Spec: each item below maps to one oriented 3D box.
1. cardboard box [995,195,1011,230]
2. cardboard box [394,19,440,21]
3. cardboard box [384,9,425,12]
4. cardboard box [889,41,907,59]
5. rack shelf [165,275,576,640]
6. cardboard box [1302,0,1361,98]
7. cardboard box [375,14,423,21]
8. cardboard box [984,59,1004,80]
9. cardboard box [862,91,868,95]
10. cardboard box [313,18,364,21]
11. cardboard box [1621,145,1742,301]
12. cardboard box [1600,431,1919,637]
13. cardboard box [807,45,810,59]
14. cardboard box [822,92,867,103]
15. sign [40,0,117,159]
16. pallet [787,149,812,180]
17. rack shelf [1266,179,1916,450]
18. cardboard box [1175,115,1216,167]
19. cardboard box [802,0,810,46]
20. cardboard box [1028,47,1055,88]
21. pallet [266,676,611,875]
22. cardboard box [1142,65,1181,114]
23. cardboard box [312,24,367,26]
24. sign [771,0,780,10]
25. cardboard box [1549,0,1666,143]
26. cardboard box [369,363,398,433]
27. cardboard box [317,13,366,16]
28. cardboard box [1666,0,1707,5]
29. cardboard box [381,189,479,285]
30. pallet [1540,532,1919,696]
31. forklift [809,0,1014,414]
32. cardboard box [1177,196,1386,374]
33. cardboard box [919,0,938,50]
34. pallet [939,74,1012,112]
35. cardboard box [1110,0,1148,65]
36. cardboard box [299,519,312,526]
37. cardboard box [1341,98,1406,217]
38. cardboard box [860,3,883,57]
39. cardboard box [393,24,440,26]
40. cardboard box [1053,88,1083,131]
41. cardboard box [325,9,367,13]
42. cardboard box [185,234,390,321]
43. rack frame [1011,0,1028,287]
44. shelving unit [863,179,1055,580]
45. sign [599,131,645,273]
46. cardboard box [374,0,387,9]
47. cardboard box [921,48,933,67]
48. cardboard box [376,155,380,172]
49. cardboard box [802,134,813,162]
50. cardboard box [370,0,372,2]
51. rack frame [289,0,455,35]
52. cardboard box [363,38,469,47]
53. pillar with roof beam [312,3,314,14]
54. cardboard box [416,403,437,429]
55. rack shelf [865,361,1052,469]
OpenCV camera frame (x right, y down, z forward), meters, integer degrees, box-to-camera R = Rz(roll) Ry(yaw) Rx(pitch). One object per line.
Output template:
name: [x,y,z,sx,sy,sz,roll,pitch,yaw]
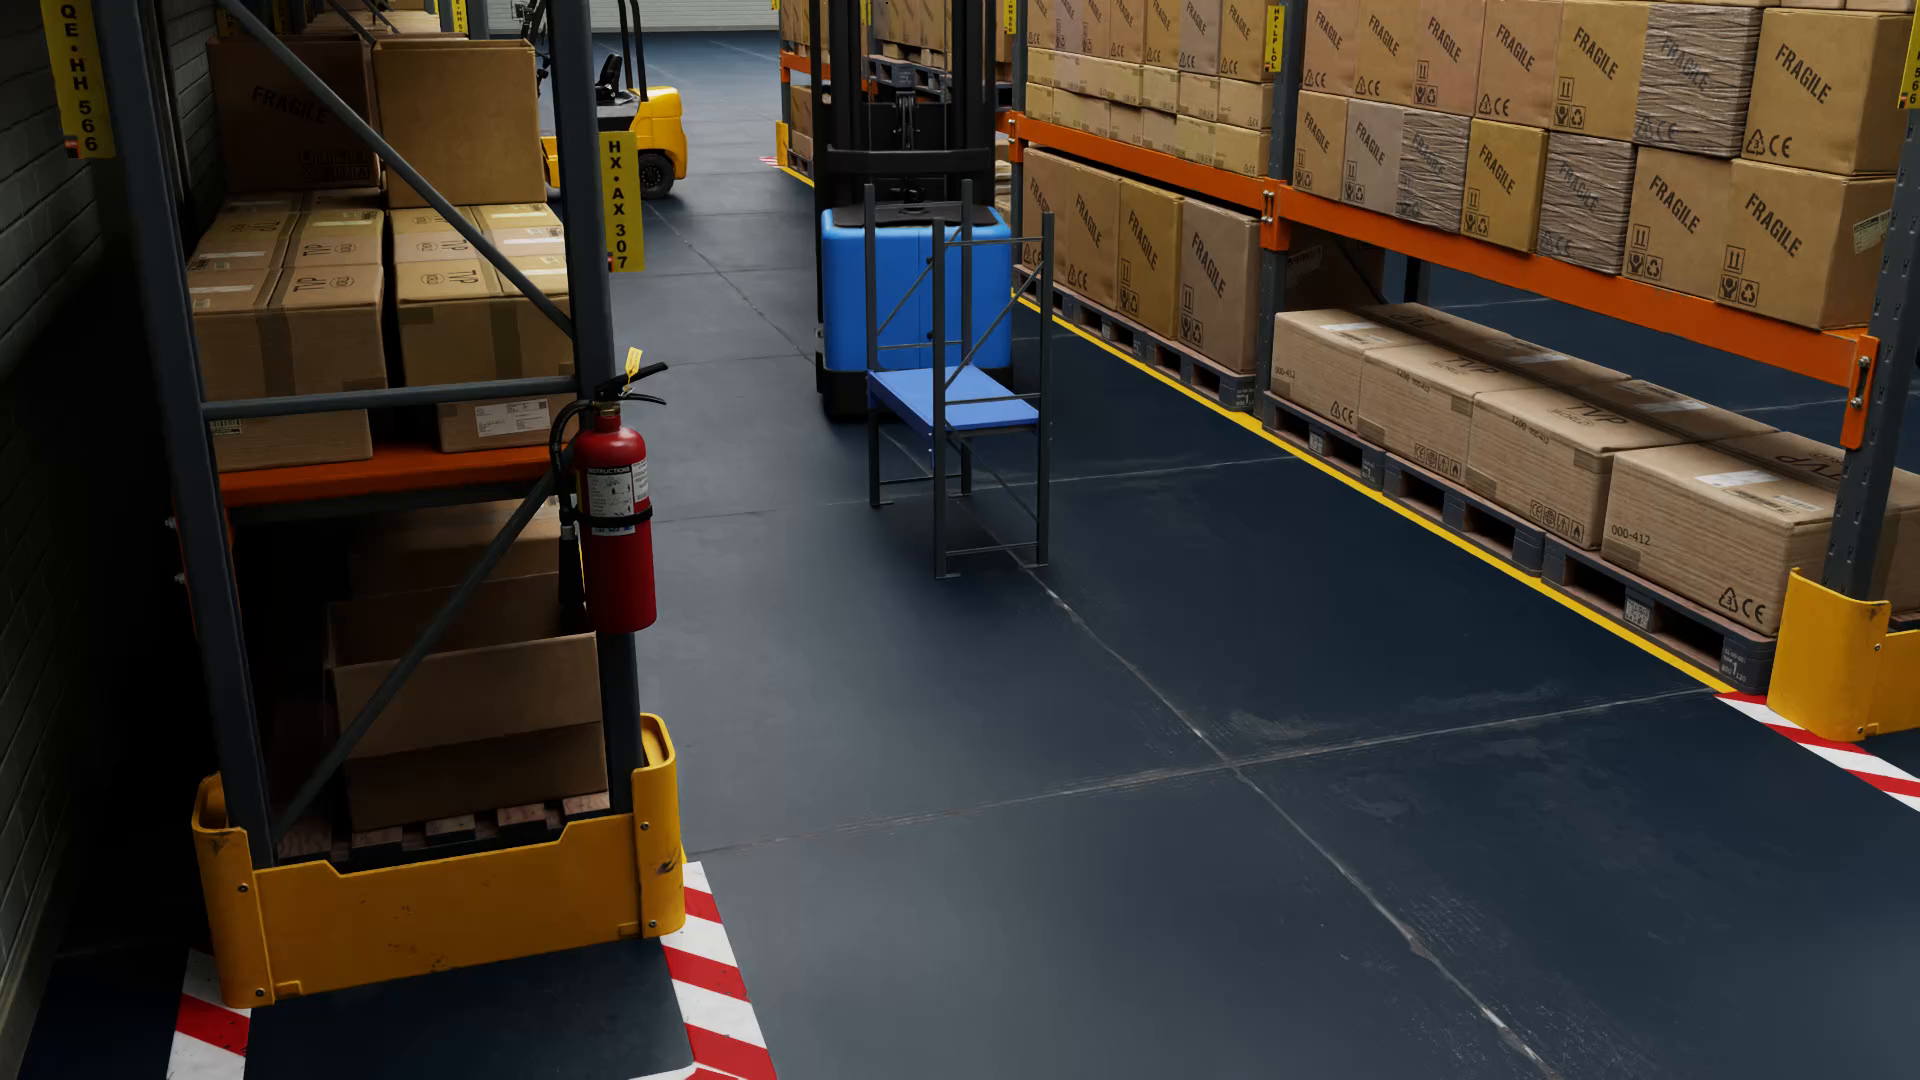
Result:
cardboard box: [0.714,-2.566,13.389,0.950,0.372,0.625,-8,21,-21]
cardboard box: [-4.182,-3.960,12.897,0.380,0.149,0.250,-7,21,-19]
cardboard box: [-4.937,-4.660,14.846,0.380,0.149,0.250,-7,21,-18]
cardboard box: [-0.432,-4.494,15.240,0.380,0.149,0.250,-6,21,-16]
rack shelf: [-1.943,-0.630,5.797,1.077,0.370,4.000,-6,21,-17]
cardboard box: [2.059,-2.478,8.251,0.500,0.500,0.500,-6,21,-17]
cardboard box: [-4.643,-4.279,13.785,0.380,0.149,0.250,-6,21,-17]
cardboard box: [0.402,-3.661,12.921,0.380,0.149,0.250,-6,21,-16]
cardboard box: [-0.814,-4.687,18.366,0.500,0.500,0.500,-7,21,-18]
cardboard box: [-4.829,-3.980,12.951,0.380,0.149,0.250,-7,21,-18]
cardboard box: [2.850,-1.192,6.149,0.500,0.500,0.500,-7,21,-18]
cardboard box: [3.094,-0.048,6.283,0.875,0.438,0.875,-7,21,-19]
cardboard box: [-1.474,-5.402,18.389,0.380,0.149,0.250,-6,21,-16]
cardboard box: [-1.315,-4.621,18.182,0.500,0.500,0.500,-6,21,-16]
sign: [-1.848,-0.968,3.493,0.100,0.325,0.005,-6,21,-17]
pallet: [-1.387,-4.389,19.323,1.003,0.211,1.213,-6,21,-17]
rack shelf: [2.768,-1.159,7.269,1.077,0.370,4.000,-6,21,-17]
cardboard box: [1.600,-2.349,9.741,0.500,0.250,0.500,-7,21,-18]
cardboard box: [-1.420,-5.666,18.166,0.500,0.500,0.500,-7,21,-18]
cardboard box: [0.807,-3.398,11.923,0.500,0.250,0.500,-7,21,-18]
pallet: [-1.590,0.706,5.140,1.003,0.211,1.213,-6,21,-17]
cardboard box: [1.437,-2.744,10.102,0.500,0.250,0.500,-6,21,-16]
cardboard box: [-4.487,-3.654,12.046,0.380,0.149,0.250,-7,21,-18]
sign: [-2.148,-6.340,19.348,0.100,0.325,0.005,-6,21,-17]
cardboard box: [2.674,-1.826,6.436,0.500,0.500,0.500,-6,21,-17]
cardboard box: [-1.695,-0.374,4.393,0.380,0.149,0.250,-6,21,-16]
cardboard box: [-5.145,-4.303,13.851,0.380,0.149,0.250,-7,21,-19]
cardboard box: [2.790,-2.010,5.989,0.380,0.149,0.250,-6,21,-16]
cardboard box: [-1.704,-1.056,5.702,0.500,0.250,0.500,-7,21,-19]
pallet: [3.071,0.209,6.523,1.003,0.211,1.213,-6,21,-17]
forklift: [-0.356,-2.524,10.108,1.130,2.935,3.031,-2,20,-5]
cardboard box: [1.868,-1.527,9.753,0.875,0.875,0.875,-6,21,-16]
cardboard box: [-0.028,-4.425,14.091,0.500,0.500,0.500,-7,21,-19]
pallet: [0.557,-3.550,13.145,1.213,0.211,1.003,-6,21,-17]
cardboard box: [1.273,-3.268,10.450,0.500,0.500,0.500,-6,21,-16]
cardboard box: [-2.589,-0.305,7.186,0.500,0.311,0.500,-6,21,-15]
cardboard box: [2.192,-1.846,7.970,0.500,0.500,0.500,-6,21,-17]
cardboard box: [-0.751,-5.009,16.338,0.500,0.500,0.500,-7,21,-19]
cardboard box: [-3.934,-3.628,11.972,0.380,0.149,0.250,-6,21,-17]
cardboard box: [0.975,-3.005,11.568,0.500,0.250,0.500,-7,21,-19]
cardboard box: [-5.431,-4.606,14.695,0.380,0.149,0.250,-7,21,-18]
cardboard box: [-1.872,-0.681,4.657,0.500,0.250,0.500,-6,21,-17]
rack frame: [0.882,-3.423,12.508,1.000,3.000,0.127,-6,21,-17]
shelving unit: [-0.027,-0.733,7.239,0.538,1.500,1.048,-6,21,-17]
sign: [-0.800,-0.792,3.903,0.100,0.325,0.005,-6,21,-17]
cardboard box: [-5.090,-4.876,15.008,0.380,0.149,0.250,-6,21,-16]
cardboard box: [-0.118,-4.153,14.293,0.380,0.149,0.250,-6,20,-15]
cardboard box: [-2.508,-1.332,6.469,0.500,0.250,0.500,-7,21,-18]
cardboard box: [-1.488,-4.441,18.788,0.500,0.250,0.500,-6,21,-15]
cardboard box: [-6.124,-5.489,16.715,0.380,0.149,0.250,-6,21,-15]
rack frame: [-3.829,-2.894,11.036,1.000,3.000,0.127,-6,21,-17]
cardboard box: [-2.921,-2.452,9.037,0.700,0.500,0.500,-6,21,-17]
pillar with roof beam: [-4.780,-10.348,22.915,9.100,9.000,0.400,-6,21,-17]
cardboard box: [-1.281,-0.420,4.520,0.380,0.149,0.250,-6,21,-16]
rack shelf: [-0.027,-0.564,7.300,0.538,0.185,1.000,-6,21,-17]
